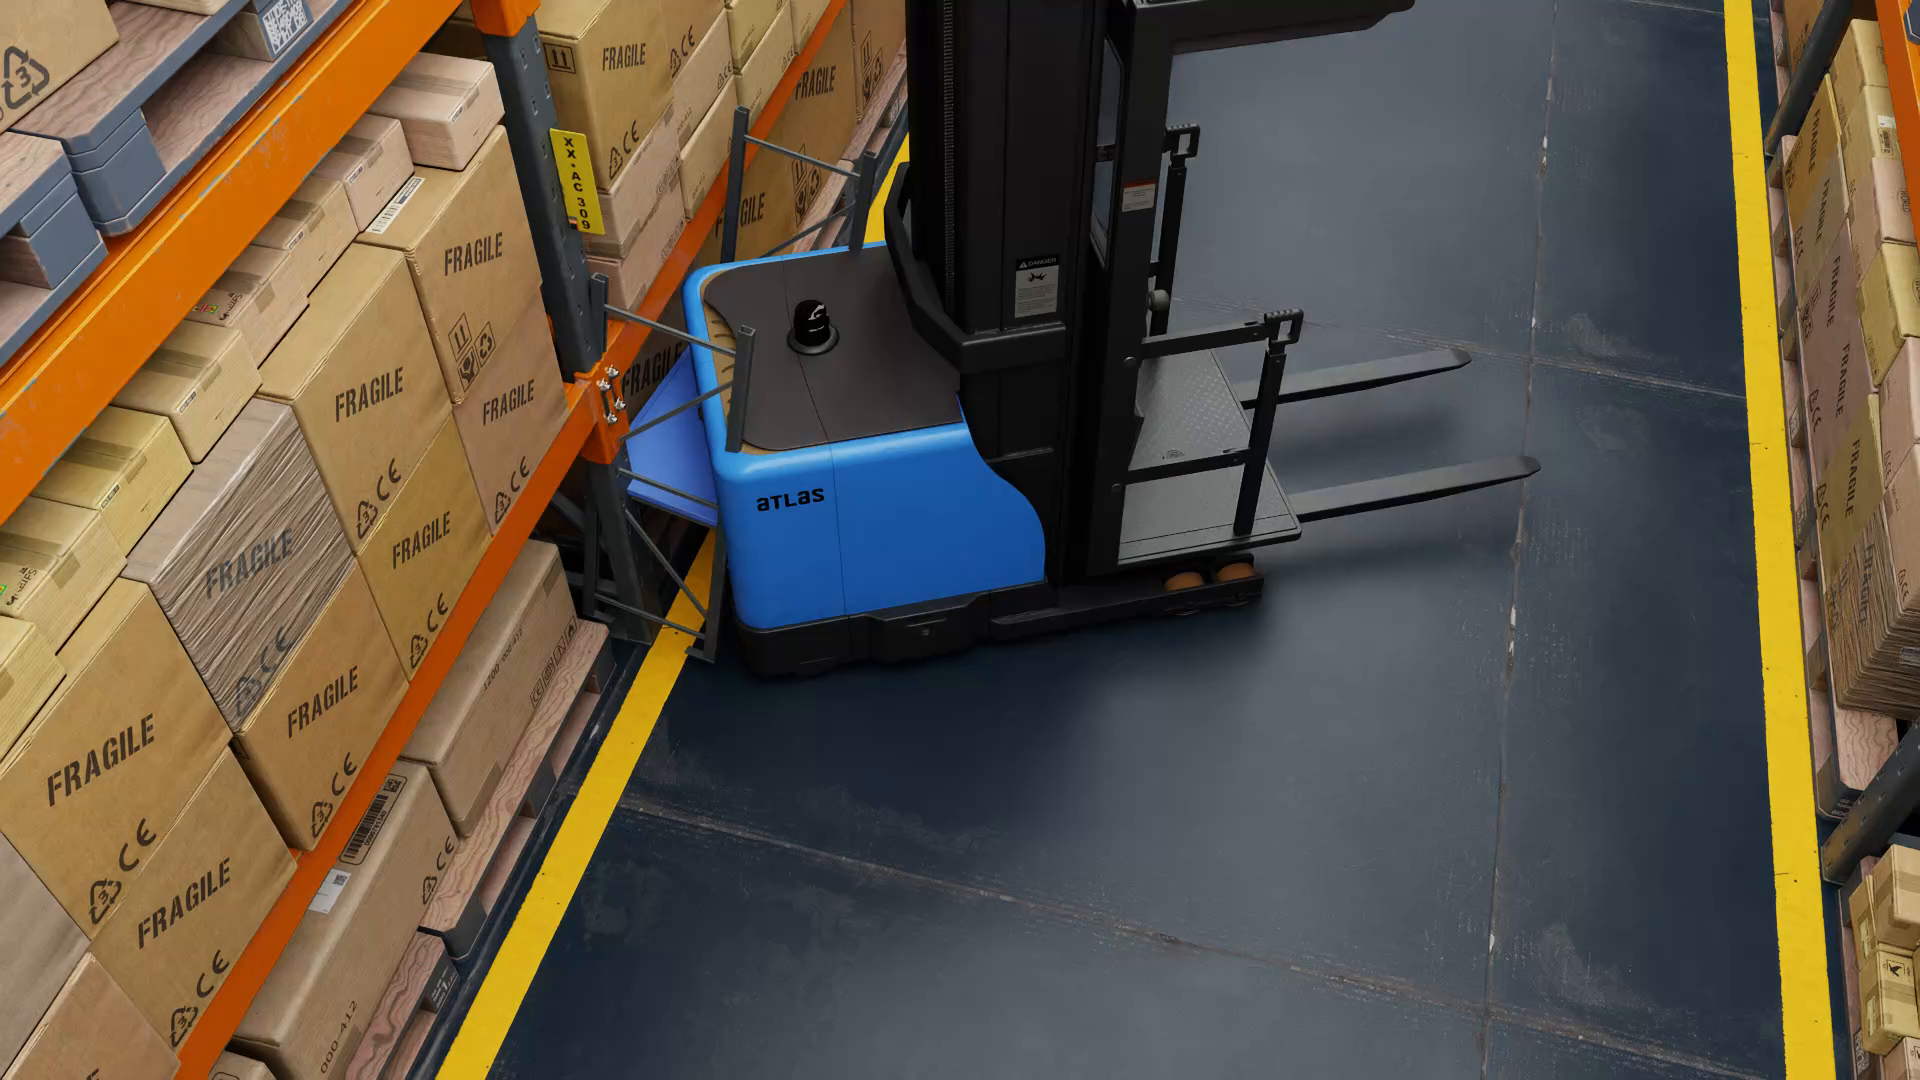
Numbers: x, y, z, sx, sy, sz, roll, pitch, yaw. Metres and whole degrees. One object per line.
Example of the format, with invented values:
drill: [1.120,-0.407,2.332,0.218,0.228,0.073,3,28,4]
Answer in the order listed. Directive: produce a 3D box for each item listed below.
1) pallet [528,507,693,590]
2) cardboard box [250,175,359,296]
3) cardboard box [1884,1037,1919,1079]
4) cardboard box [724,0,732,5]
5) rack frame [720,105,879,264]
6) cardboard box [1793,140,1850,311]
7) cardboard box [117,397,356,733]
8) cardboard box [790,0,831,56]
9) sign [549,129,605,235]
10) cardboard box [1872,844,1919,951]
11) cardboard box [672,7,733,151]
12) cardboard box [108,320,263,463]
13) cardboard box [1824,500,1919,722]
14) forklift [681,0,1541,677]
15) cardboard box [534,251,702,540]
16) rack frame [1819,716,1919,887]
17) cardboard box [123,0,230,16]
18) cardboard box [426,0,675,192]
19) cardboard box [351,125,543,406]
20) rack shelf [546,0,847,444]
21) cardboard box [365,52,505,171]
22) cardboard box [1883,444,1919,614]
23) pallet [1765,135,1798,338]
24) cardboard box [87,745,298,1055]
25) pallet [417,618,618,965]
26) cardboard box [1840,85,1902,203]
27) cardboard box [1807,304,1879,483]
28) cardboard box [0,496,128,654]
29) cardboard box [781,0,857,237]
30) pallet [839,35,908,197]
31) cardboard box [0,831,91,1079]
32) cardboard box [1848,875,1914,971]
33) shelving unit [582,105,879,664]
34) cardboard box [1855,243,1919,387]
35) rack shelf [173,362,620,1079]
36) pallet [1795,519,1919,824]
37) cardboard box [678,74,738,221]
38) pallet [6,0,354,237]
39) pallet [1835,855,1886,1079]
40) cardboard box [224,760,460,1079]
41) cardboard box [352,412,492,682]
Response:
pallet: [-1.432,-0.404,6.466,1.003,0.211,1.213,12,50,10]
cardboard box: [-1.585,-0.699,3.700,0.380,0.149,0.250,12,50,10]
cardboard box: [2.749,1.537,4.514,0.380,0.149,0.250,11,50,10]
cardboard box: [-0.927,-2.115,5.383,0.500,0.500,0.500,10,49,9]
rack frame: [-0.637,-0.834,5.986,0.500,1.500,0.032,20,46,5]
cardboard box: [3.732,-1.230,6.722,0.500,0.500,0.500,12,50,10]
cardboard box: [-1.686,0.013,3.504,0.500,0.500,0.500,12,50,11]
cardboard box: [-0.766,-2.072,6.178,0.500,0.250,0.500,11,49,9]
sign: [-1.026,-0.958,4.465,0.100,0.325,0.005,12,50,10]
cardboard box: [2.836,1.055,4.741,0.380,0.149,0.250,14,50,12]
cardboard box: [-1.064,-1.515,5.353,0.500,0.250,0.500,12,50,11]
cardboard box: [-1.666,-0.324,3.369,0.380,0.149,0.250,11,50,10]
cardboard box: [3.192,0.253,5.413,0.500,0.500,0.500,11,49,9]
forklift: [0.614,-1.076,5.245,3.031,2.935,1.130,-10,49,-9]
cardboard box: [-1.476,-0.654,5.964,0.875,0.875,0.875,13,50,11]
rack frame: [3.240,0.150,4.117,1.000,3.000,0.127,12,50,10]
cardboard box: [-1.491,-1.119,3.057,0.380,0.149,0.250,13,50,11]
cardboard box: [-1.169,-1.379,4.733,0.500,0.500,0.500,12,50,10]
cardboard box: [-1.420,-0.722,4.153,0.500,0.500,0.500,11,50,10]
rack shelf: [-1.036,-1.962,6.461,1.077,0.370,4.000,12,50,10]
cardboard box: [-1.336,-1.047,4.007,0.380,0.149,0.250,11,49,9]
cardboard box: [3.192,0.001,5.135,0.500,0.250,0.500,10,49,9]
pallet: [4.086,-1.256,7.218,1.003,0.211,1.213,12,50,10]
cardboard box: [-1.838,0.714,3.552,0.500,0.500,0.500,13,50,11]
pallet: [-1.838,0.703,5.488,1.003,0.211,1.213,12,50,10]
cardboard box: [3.744,-1.486,6.447,0.500,0.250,0.500,11,49,10]
cardboard box: [3.466,-0.488,6.067,0.500,0.500,0.500,11,49,9]
cardboard box: [-1.784,0.046,3.042,0.380,0.149,0.250,12,50,10]
cardboard box: [-1.010,-1.955,7.112,0.875,0.875,0.875,12,50,10]
pallet: [-0.789,-2.169,8.024,1.003,0.211,1.213,12,50,10]
cardboard box: [-1.957,0.736,2.867,0.500,0.500,0.500,11,50,10]
cardboard box: [2.834,1.154,4.852,0.380,0.149,0.250,10,49,8]
shelving unit: [-0.795,-0.502,5.635,0.538,1.500,1.048,20,46,5]
cardboard box: [3.466,-0.753,5.801,0.500,0.250,0.500,10,49,8]
rack shelf: [-2.088,0.931,3.908,1.077,0.370,4.000,12,50,10]
pallet: [3.444,0.509,5.660,1.003,0.211,1.213,12,50,10]
cardboard box: [-1.057,-1.345,5.536,0.500,0.250,0.500,10,49,9]
pallet: [-1.788,-1.127,3.303,1.003,0.211,1.213,12,50,10]
pallet: [3.097,1.565,4.728,1.003,0.211,1.213,12,50,10]
cardboard box: [-2.066,1.036,4.764,0.875,0.438,0.875,10,49,9]
cardboard box: [-1.568,-0.028,4.207,0.500,0.500,0.500,10,49,9]
